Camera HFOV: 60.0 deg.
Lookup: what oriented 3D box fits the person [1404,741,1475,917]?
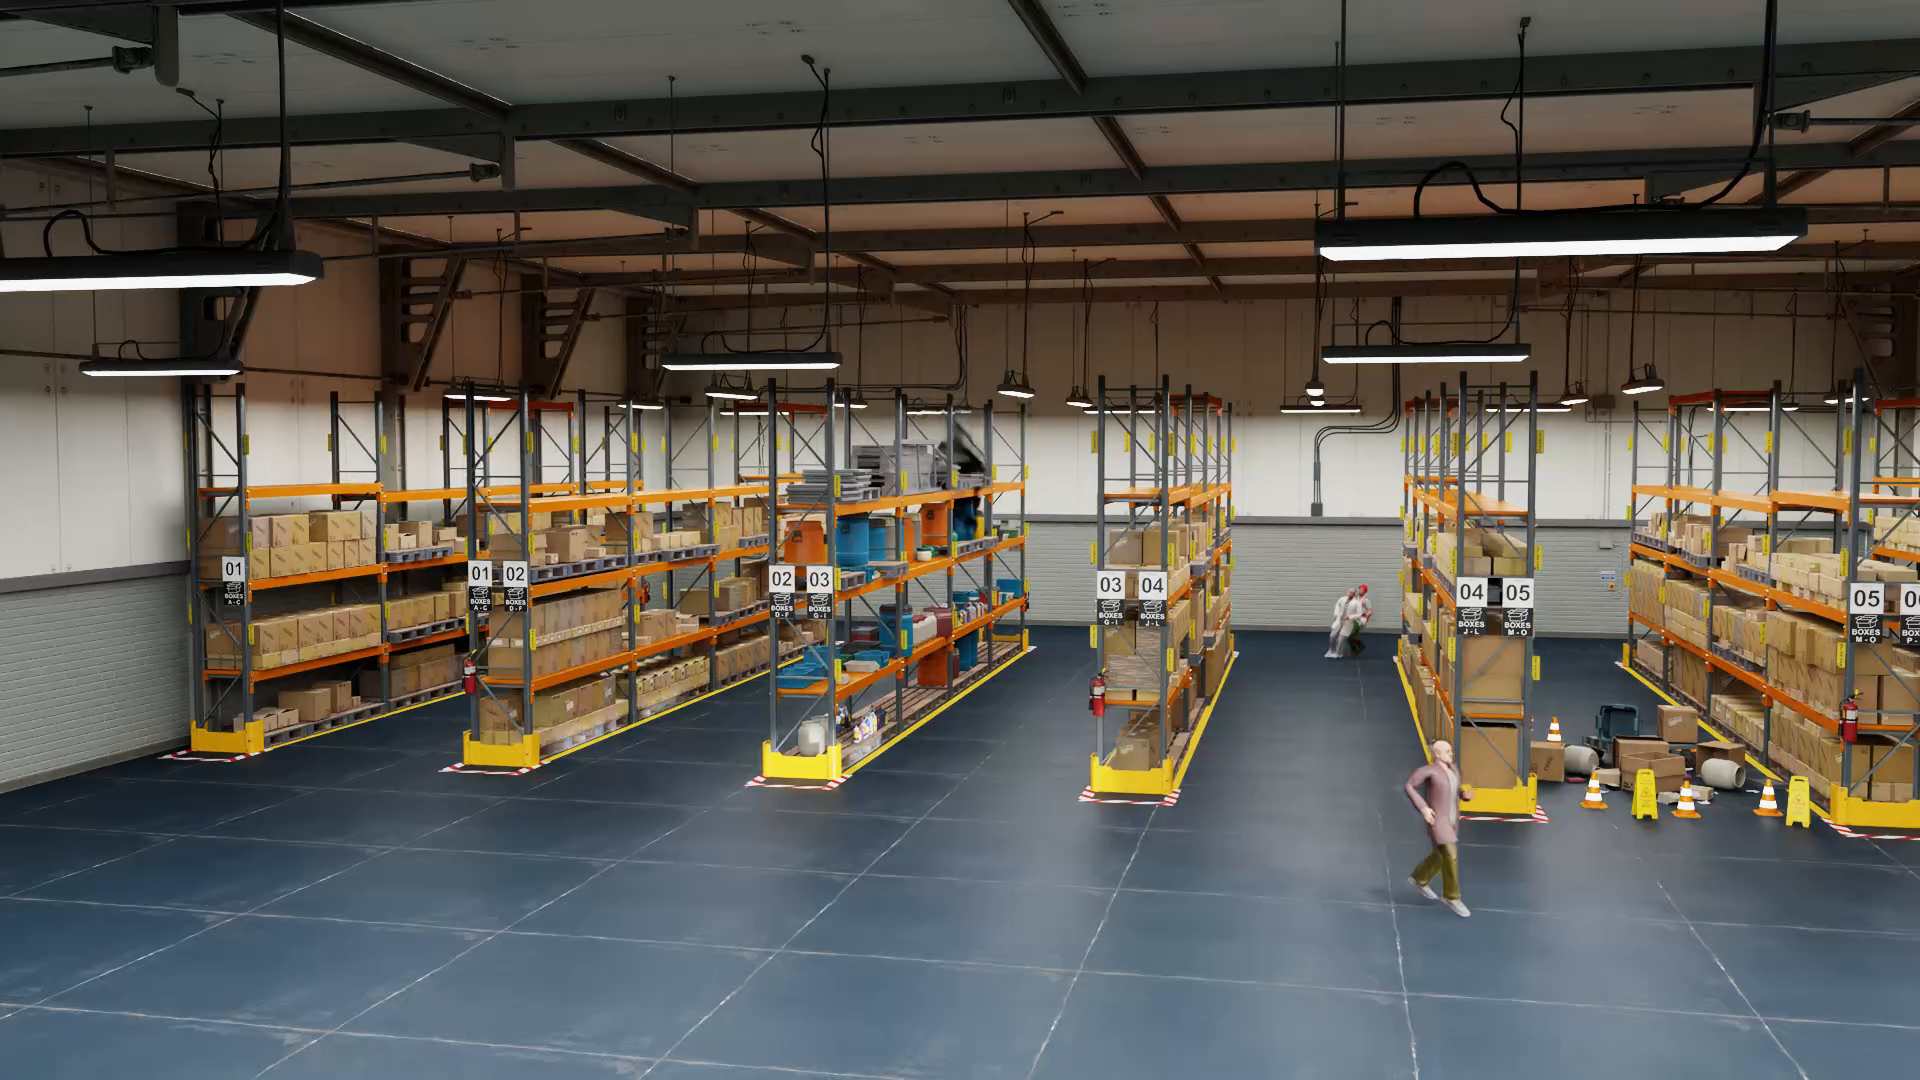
[{"bbox_3d":[5.195,3.076,17.997,0.694,1.822,0.877,-3,4,-40],"label":"person"}]

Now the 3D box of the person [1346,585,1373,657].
[{"bbox_3d":[9.339,1.908,39.146,0.522,1.729,0.719,-1,3,-19],"label":"person"}]

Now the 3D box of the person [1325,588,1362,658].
[{"bbox_3d":[8.921,1.944,38.745,0.912,1.684,0.647,2,4,36],"label":"person"}]
